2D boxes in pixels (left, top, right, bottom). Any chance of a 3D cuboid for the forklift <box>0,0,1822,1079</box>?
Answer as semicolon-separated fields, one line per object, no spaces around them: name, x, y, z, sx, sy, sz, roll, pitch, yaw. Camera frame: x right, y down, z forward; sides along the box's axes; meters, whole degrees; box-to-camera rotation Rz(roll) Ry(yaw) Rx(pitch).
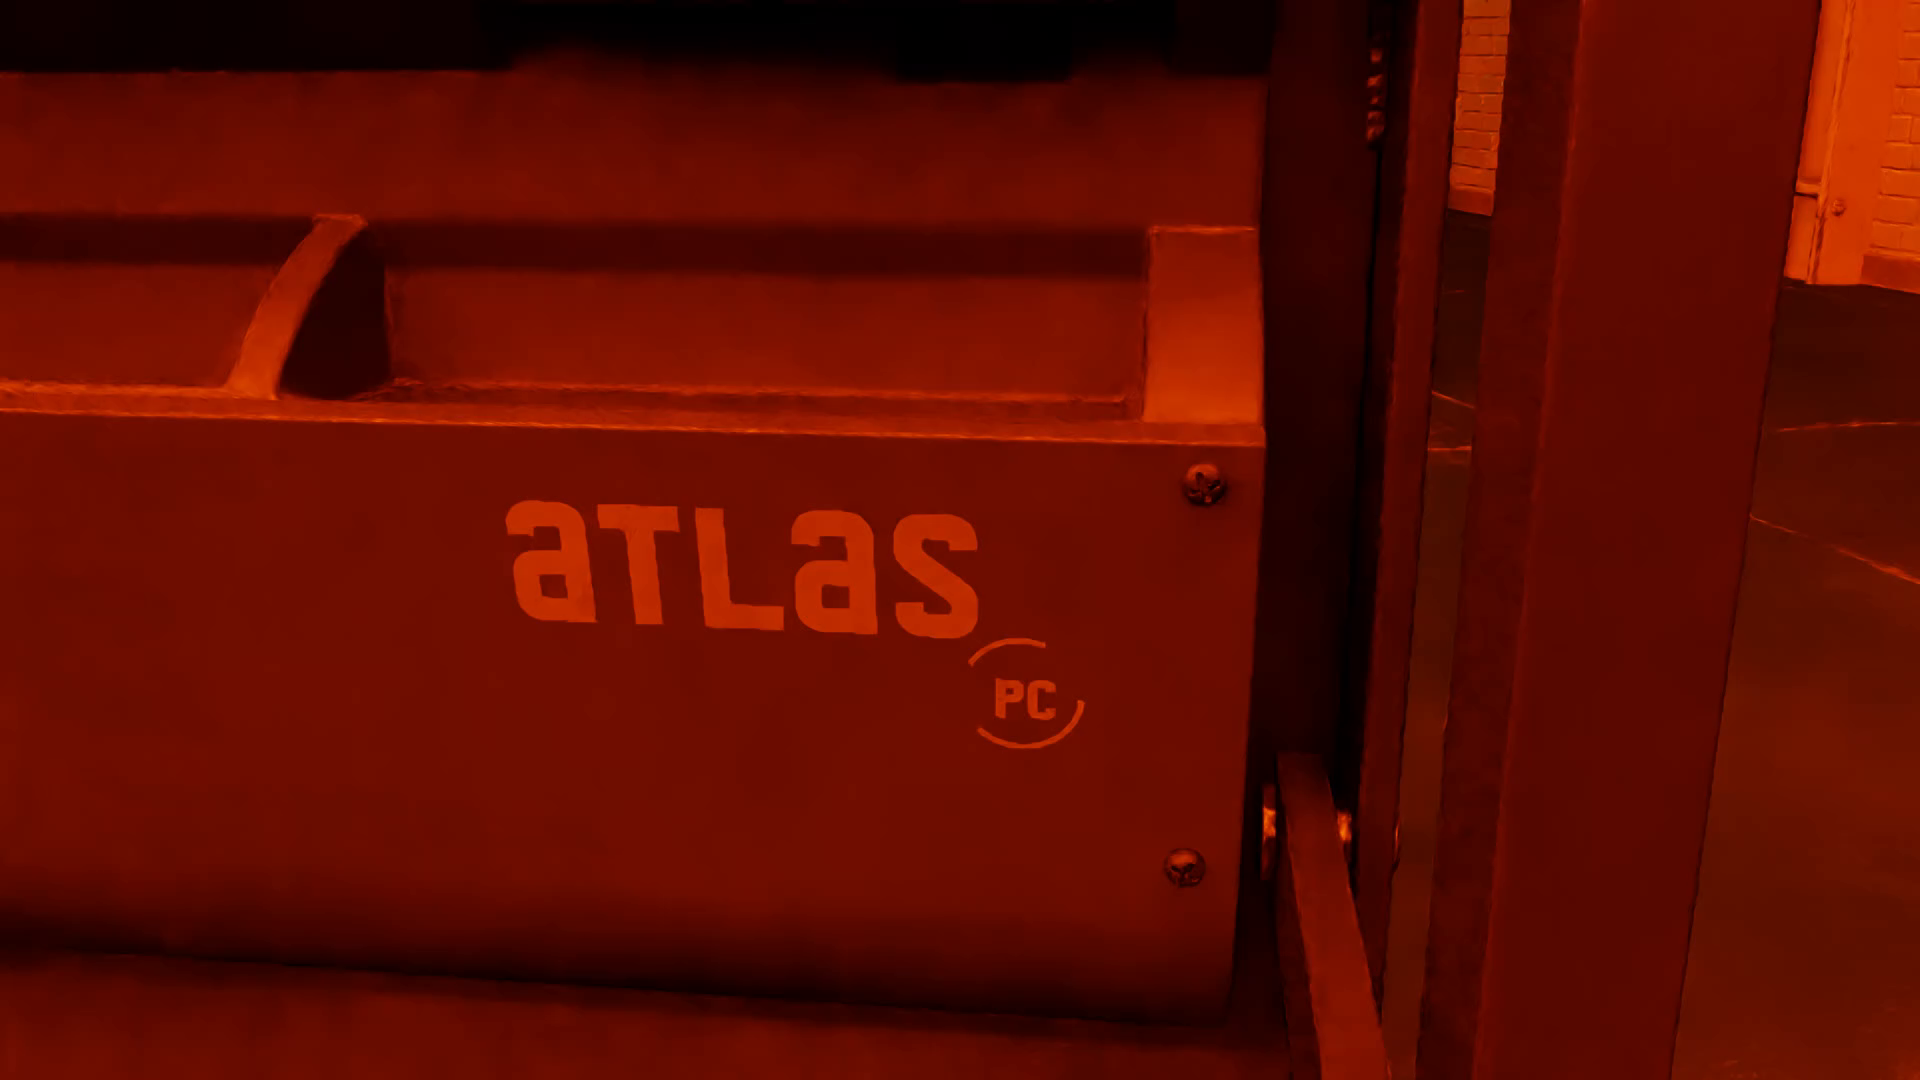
forklift;-0.345;-0.485;0.496;1.130;2.935;3.031;2;17;7
